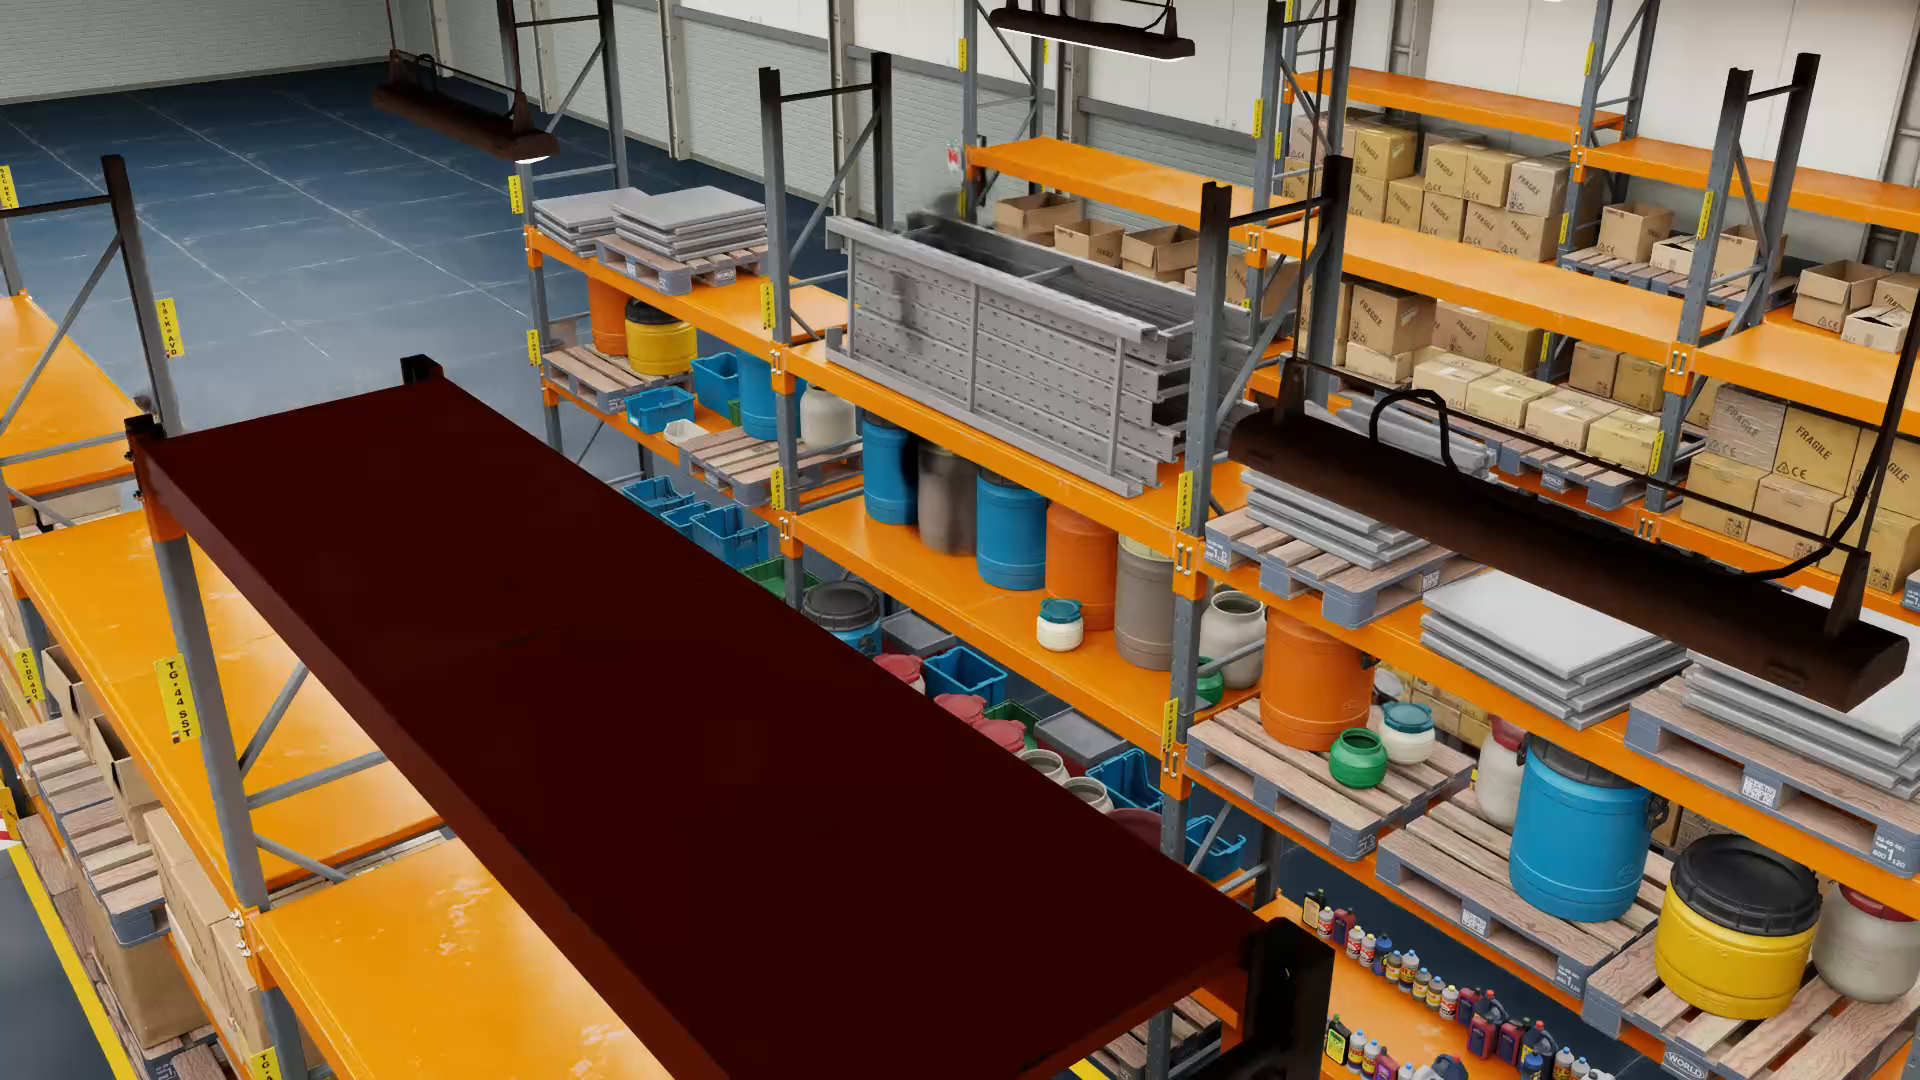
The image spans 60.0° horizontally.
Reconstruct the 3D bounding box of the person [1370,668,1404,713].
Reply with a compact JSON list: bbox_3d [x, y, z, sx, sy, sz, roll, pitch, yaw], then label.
[{"bbox_3d":[2.973,1.718,12.112,0.739,1.757,0.587,19,31,33],"label":"person"}]

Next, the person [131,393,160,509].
[{"bbox_3d":[-8.709,-0.823,18.072,0.752,1.642,0.577,-8,27,-17],"label":"person"}]
